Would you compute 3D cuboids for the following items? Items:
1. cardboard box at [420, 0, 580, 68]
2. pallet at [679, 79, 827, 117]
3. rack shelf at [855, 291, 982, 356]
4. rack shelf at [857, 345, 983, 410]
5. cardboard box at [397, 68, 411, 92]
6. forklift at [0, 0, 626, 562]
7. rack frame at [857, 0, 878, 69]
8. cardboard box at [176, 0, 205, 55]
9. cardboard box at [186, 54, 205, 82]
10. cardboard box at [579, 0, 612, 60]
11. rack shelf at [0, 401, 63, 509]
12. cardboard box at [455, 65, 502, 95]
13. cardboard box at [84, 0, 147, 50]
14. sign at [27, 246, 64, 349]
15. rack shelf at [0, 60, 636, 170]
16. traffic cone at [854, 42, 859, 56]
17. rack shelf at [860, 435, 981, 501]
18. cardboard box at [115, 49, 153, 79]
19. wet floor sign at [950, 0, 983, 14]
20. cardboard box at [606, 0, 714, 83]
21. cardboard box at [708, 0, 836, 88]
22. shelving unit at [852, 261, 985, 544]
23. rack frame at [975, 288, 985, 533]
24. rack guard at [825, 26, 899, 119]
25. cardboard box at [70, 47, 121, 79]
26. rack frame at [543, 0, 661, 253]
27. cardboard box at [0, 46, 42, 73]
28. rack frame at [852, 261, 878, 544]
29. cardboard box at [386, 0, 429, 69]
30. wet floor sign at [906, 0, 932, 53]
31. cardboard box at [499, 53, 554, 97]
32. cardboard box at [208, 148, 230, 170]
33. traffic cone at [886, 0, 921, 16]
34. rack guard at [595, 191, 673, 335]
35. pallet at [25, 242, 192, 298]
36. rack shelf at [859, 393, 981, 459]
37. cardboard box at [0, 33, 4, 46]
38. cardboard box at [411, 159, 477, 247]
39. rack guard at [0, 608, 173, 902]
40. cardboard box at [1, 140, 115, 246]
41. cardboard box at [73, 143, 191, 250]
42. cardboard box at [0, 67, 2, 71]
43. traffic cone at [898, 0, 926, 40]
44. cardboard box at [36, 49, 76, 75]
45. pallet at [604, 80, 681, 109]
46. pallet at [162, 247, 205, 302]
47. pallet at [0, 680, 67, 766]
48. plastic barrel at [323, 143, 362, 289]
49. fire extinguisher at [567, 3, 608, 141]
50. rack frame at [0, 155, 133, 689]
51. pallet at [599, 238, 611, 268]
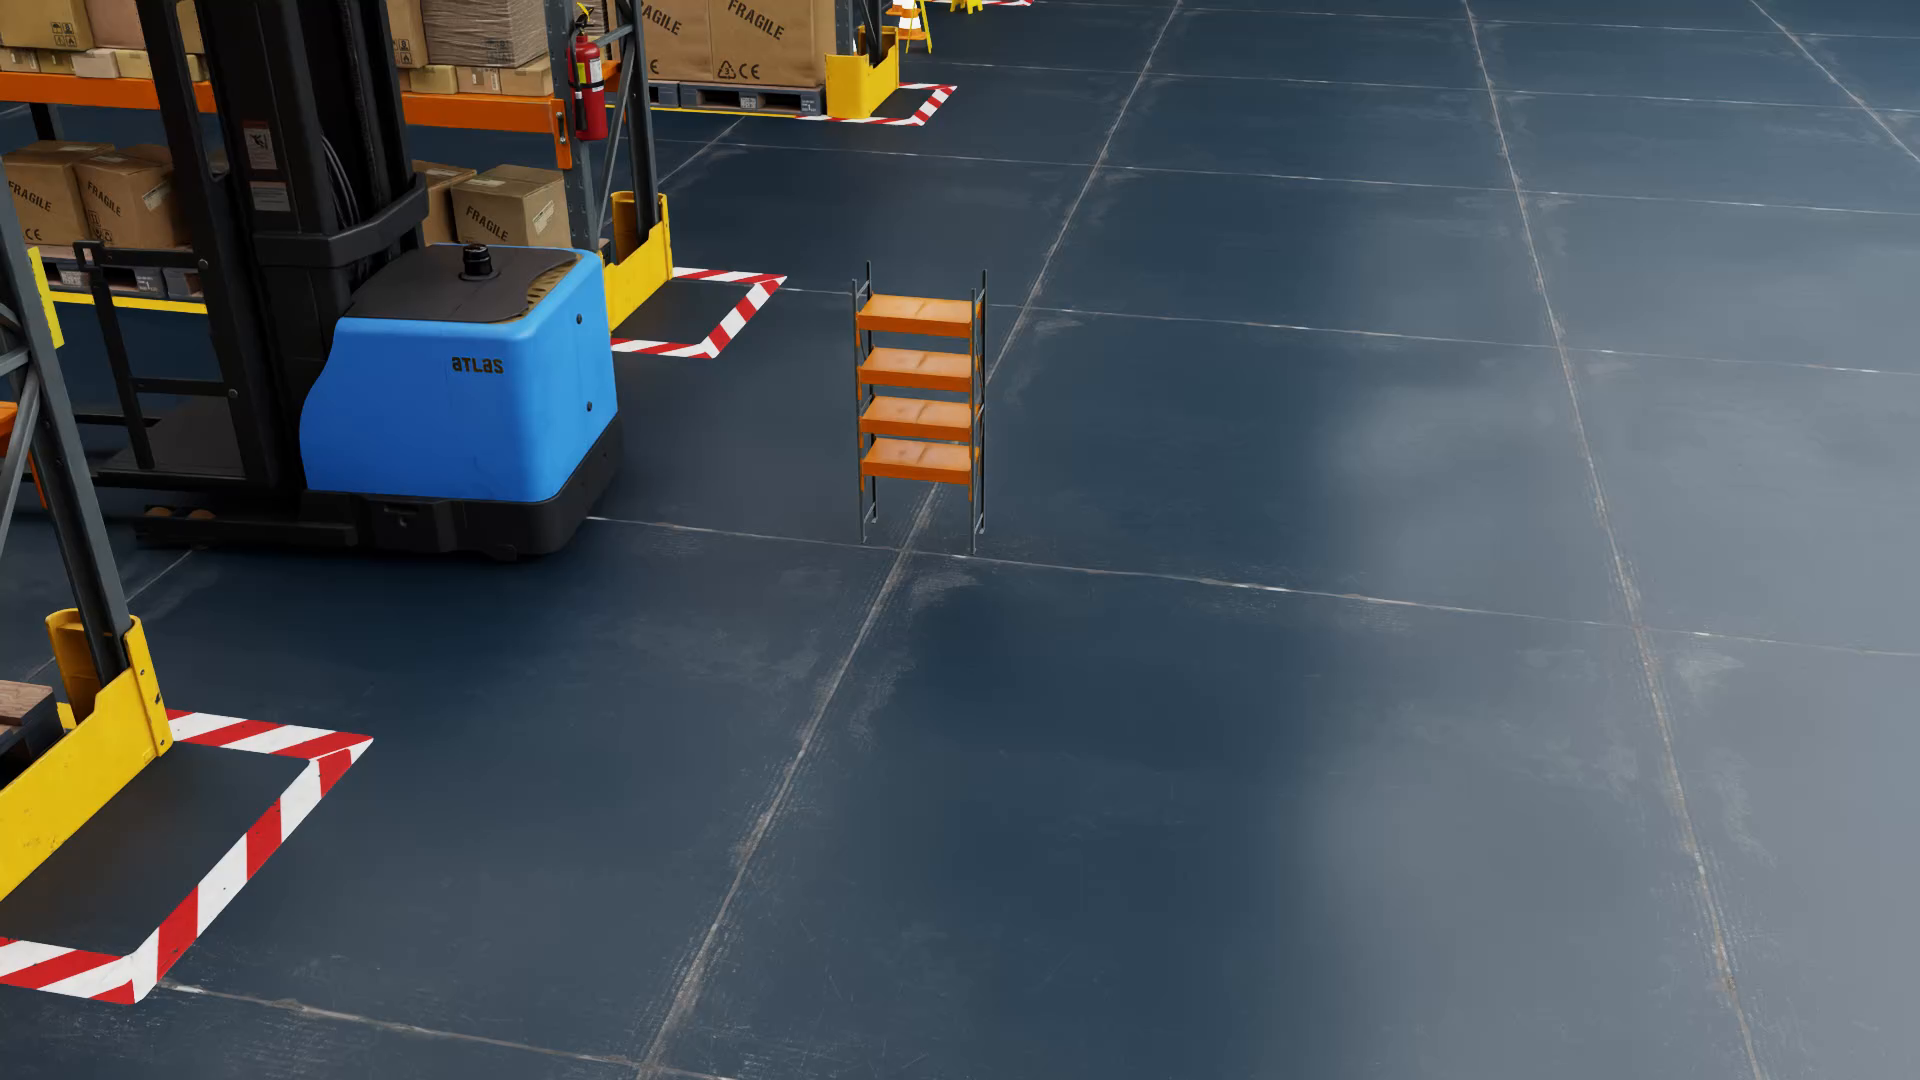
[{"bbox_3d":[-2.497,-2.936,9.076,0.500,0.500,0.875,6,29,11],"label":"cardboard box"},{"bbox_3d":[-1.628,-3.833,14.032,1.213,0.211,1.003,6,29,11],"label":"pallet"},{"bbox_3d":[-0.162,-0.888,6.803,0.480,0.148,0.258,6,29,11],"label":"rack shelf"},{"bbox_3d":[-0.162,-0.680,6.917,0.480,0.148,0.258,6,29,11],"label":"rack shelf"},{"bbox_3d":[-3.027,-2.574,9.090,0.250,0.149,0.380,6,29,11],"label":"cardboard box"},{"bbox_3d":[-3.312,-5.827,14.841,5.636,2.935,18.991,3,29,6],"label":"forklift"},{"bbox_3d":[-0.831,-5.012,13.281,0.053,2.616,0.949,6,29,11],"label":"rack frame"},{"bbox_3d":[-3.977,-3.056,9.295,0.500,0.500,0.875,6,29,11],"label":"cardboard box"},{"bbox_3d":[-4.259,-2.678,9.279,0.250,0.149,0.380,6,29,11],"label":"cardboard box"},{"bbox_3d":[-3.259,-4.482,14.088,0.875,0.875,0.875,6,29,11],"label":"cardboard box"},{"bbox_3d":[-4.955,-0.253,5.338,4.000,0.370,1.077,6,29,11],"label":"rack shelf"},{"bbox_3d":[-2.531,-2.541,9.029,0.250,0.149,0.380,6,29,11],"label":"cardboard box"},{"bbox_3d":[-4.457,-3.126,9.422,0.500,0.500,0.875,6,29,11],"label":"cardboard box"},{"bbox_3d":[-2.880,-0.747,5.203,0.005,0.325,0.100,6,29,11],"label":"sign"},{"bbox_3d":[-3.920,-2.579,9.586,4.000,0.370,1.077,6,29,11],"label":"rack shelf"},{"bbox_3d":[-1.053,-4.621,15.208,0.334,0.463,0.336,6,29,11],"label":"traffic cone"},{"bbox_3d":[-0.162,-0.310,7.120,0.480,0.148,0.258,6,29,11],"label":"rack shelf"},{"bbox_3d":[-4.501,-2.708,9.335,0.250,0.149,0.380,6,29,11],"label":"cardboard box"},{"bbox_3d":[0.067,-5.794,17.161,0.232,0.644,0.267,17,33,28],"label":"wet floor sign"},{"bbox_3d":[-2.368,-4.390,13.920,0.875,0.875,0.875,5,29,10],"label":"cardboard box"},{"bbox_3d":[-1.507,-4.302,13.760,0.875,0.875,0.875,6,29,11],"label":"cardboard box"},{"bbox_3d":[-0.164,-0.543,6.993,0.499,1.200,0.258,6,29,11],"label":"shelving unit"},{"bbox_3d":[0.077,-0.519,6.948,0.006,1.046,0.228,6,29,11],"label":"rack frame"},{"bbox_3d":[-0.806,-3.914,13.879,0.348,0.500,1.175,6,29,11],"label":"rack guard"},{"bbox_3d":[-4.754,-2.714,9.345,0.250,0.149,0.380,6,29,11],"label":"cardboard box"},{"bbox_3d":[-1.964,-2.694,9.047,0.127,3.000,1.000,6,29,11],"label":"rack frame"},{"bbox_3d":[-5.237,-2.779,9.464,0.250,0.149,0.380,6,29,11],"label":"cardboard box"},{"bbox_3d":[-0.401,-0.567,7.037,0.015,1.200,0.240,6,29,11],"label":"rack frame"},{"bbox_3d":[-3.011,-2.930,9.065,0.500,0.500,0.875,6,29,11],"label":"cardboard box"},{"bbox_3d":[-0.388,-4.907,15.542,0.232,0.644,0.267,1,29,2],"label":"wet floor sign"},{"bbox_3d":[-2.286,-2.515,8.983,0.250,0.149,0.380,6,29,11],"label":"cardboard box"},{"bbox_3d":[-4.308,-2.045,10.027,0.500,0.500,0.500,3,29,6],"label":"cardboard box"},{"bbox_3d":[-0.585,-5.673,17.129,0.334,0.463,0.336,6,29,11],"label":"traffic cone"},{"bbox_3d":[-2.039,-1.605,9.661,0.348,0.500,1.175,6,29,11],"label":"rack guard"},{"bbox_3d":[-5.212,-1.821,10.357,1.213,0.211,1.003,6,29,11],"label":"pallet"},{"bbox_3d":[-0.162,-0.484,7.024,0.480,0.148,0.258,6,29,11],"label":"rack shelf"},{"bbox_3d":[-5.449,-3.195,9.549,0.500,0.500,0.875,6,29,11],"label":"cardboard box"},{"bbox_3d":[-3.163,-1.896,9.755,0.500,0.500,0.500,14,32,24],"label":"cardboard box"},{"bbox_3d":[-3.083,0.743,5.372,0.348,0.500,1.175,6,29,11],"label":"rack guard"},{"bbox_3d":[-5.493,-2.124,10.172,0.500,0.500,0.500,5,29,9],"label":"cardboard box"},{"bbox_3d":[-4.932,-2.070,10.073,0.500,0.500,0.500,16,32,26],"label":"cardboard box"},{"bbox_3d":[-5.487,-2.791,9.486,0.250,0.149,0.380,6,29,11],"label":"cardboard box"},{"bbox_3d":[-0.484,-5.117,16.115,0.334,0.463,0.336,6,29,11],"label":"traffic cone"},{"bbox_3d":[-4.990,-2.758,9.426,0.250,0.149,0.380,6,29,11],"label":"cardboard box"},{"bbox_3d":[-2.818,-3.957,14.258,1.213,0.211,1.003,6,29,11],"label":"pallet"},{"bbox_3d":[-4.015,-1.700,10.135,1.213,0.211,1.003,6,29,11],"label":"pallet"},{"bbox_3d":[-3.876,0.786,5.595,1.213,0.211,1.003,6,29,11],"label":"pallet"},{"bbox_3d":[-7.317,-0.831,6.796,9.259,1.474,2.693,6,29,11],"label":"plastic barrel"},{"bbox_3d":[-1.949,-2.432,8.649,0.183,0.674,0.296,6,29,11],"label":"fire extinguisher"},{"bbox_3d":[-2.999,-0.368,4.798,0.127,3.000,1.000,6,29,11],"label":"rack frame"},{"bbox_3d":[-2.826,-1.577,9.910,1.213,0.211,1.003,6,29,11],"label":"pallet"}]
